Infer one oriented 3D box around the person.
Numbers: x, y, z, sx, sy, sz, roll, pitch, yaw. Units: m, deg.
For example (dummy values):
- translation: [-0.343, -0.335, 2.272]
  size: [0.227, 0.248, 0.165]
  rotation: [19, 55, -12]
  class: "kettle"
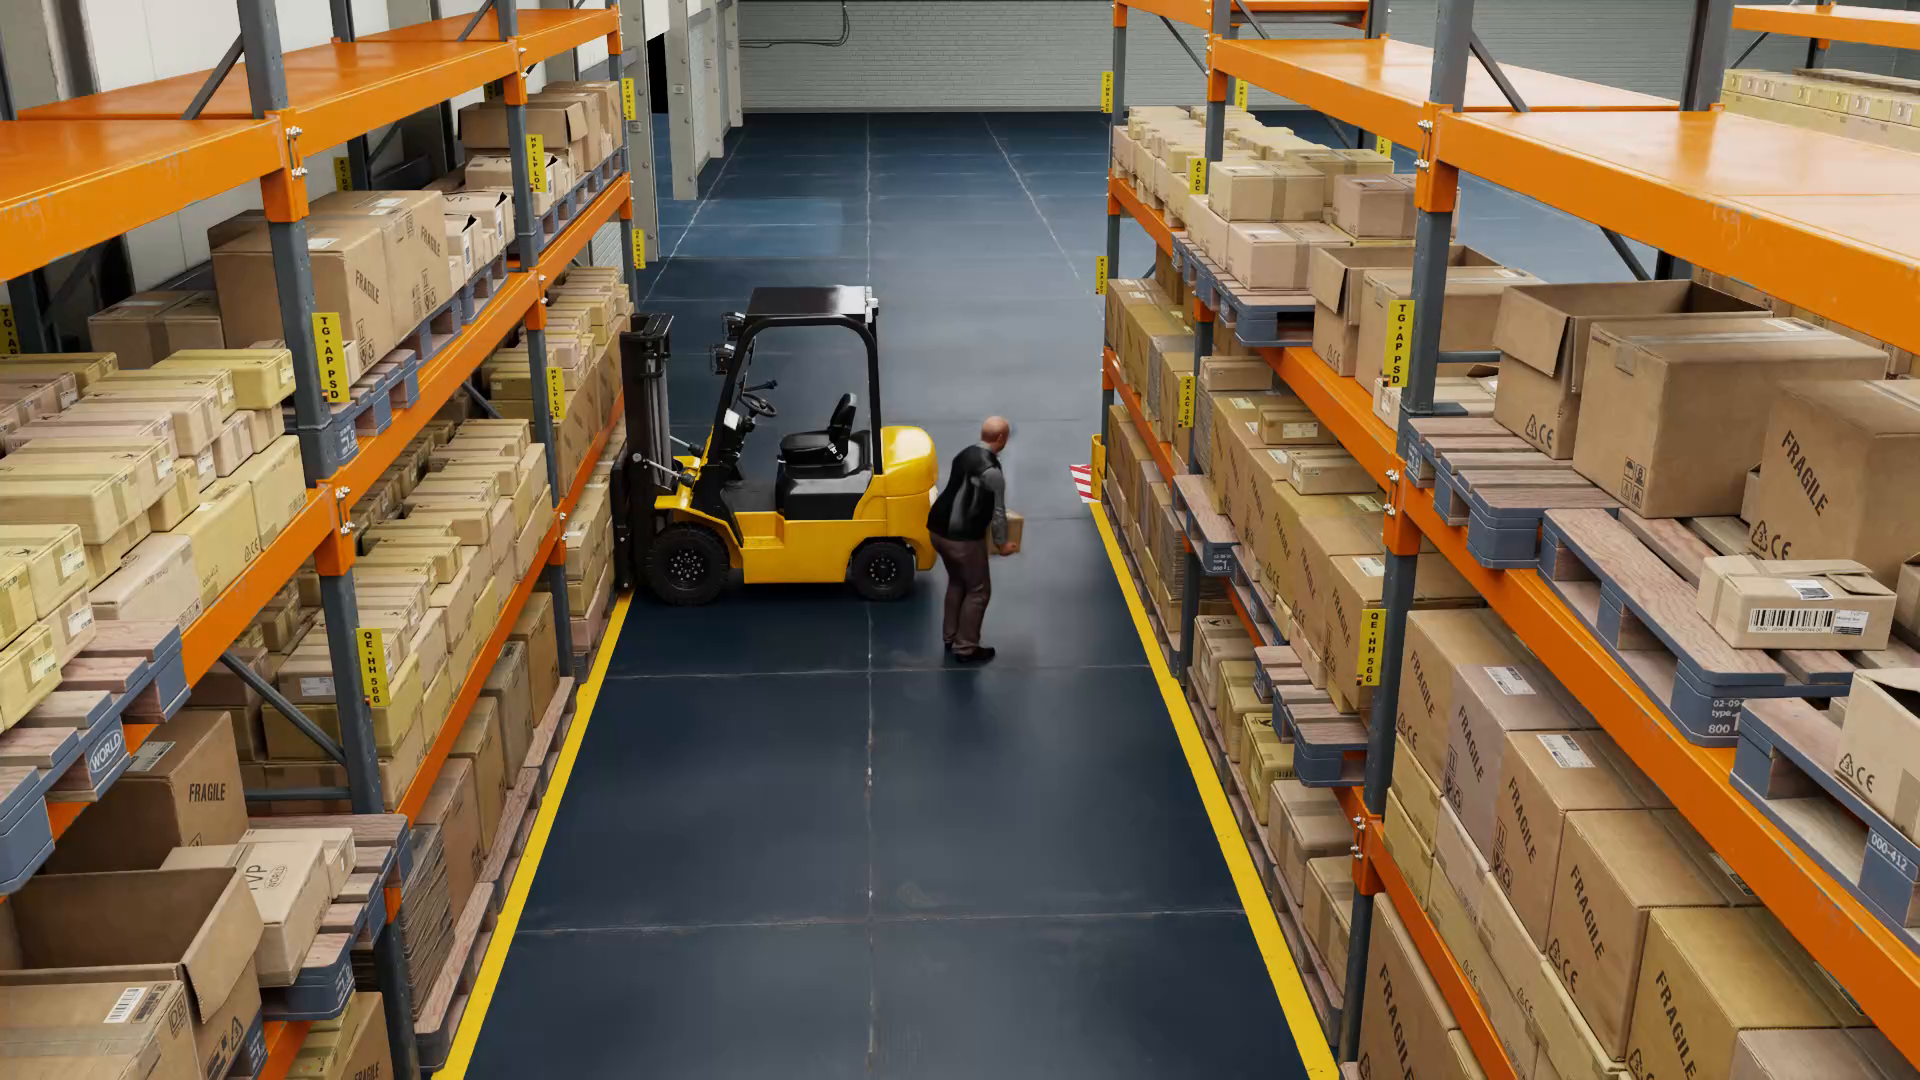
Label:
- translation: [0.083, -0.016, 11.278]
  size: [0.615, 1.644, 0.477]
  rotation: [-13, 24, -31]
  class: "person"
